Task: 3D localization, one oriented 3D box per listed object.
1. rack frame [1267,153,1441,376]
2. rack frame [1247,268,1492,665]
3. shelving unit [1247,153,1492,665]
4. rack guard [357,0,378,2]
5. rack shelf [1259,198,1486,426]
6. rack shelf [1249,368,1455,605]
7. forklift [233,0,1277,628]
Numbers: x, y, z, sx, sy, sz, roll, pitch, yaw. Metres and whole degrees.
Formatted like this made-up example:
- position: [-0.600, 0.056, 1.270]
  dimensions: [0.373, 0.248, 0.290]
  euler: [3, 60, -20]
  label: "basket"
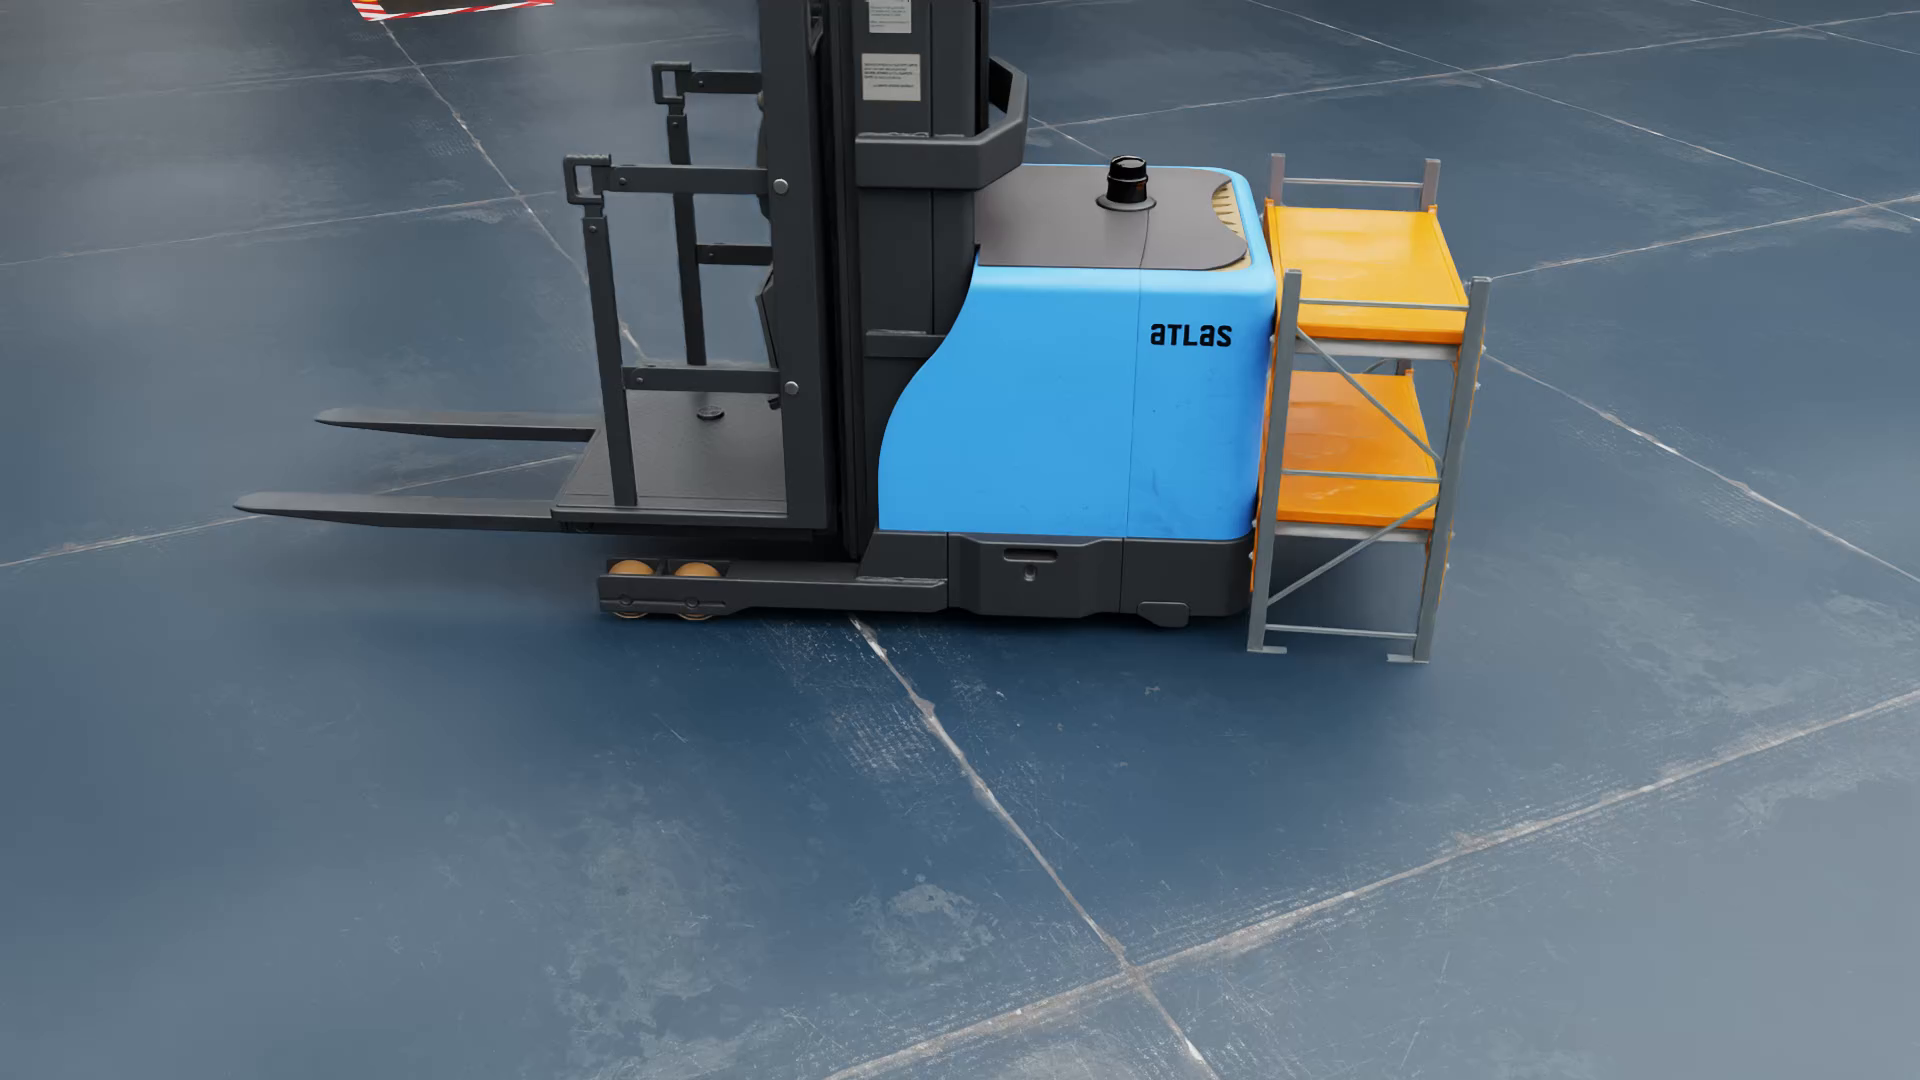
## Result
- position: [1.189, -0.659, 5.276]
  dimensions: [0.500, 1.125, 0.032]
  euler: [4, 29, 6]
  label: "rack frame"
- position: [1.059, -0.166, 4.397]
  dimensions: [0.500, 1.125, 0.032]
  euler: [4, 29, 6]
  label: "rack frame"
- position: [1.124, -0.413, 4.836]
  dimensions: [0.538, 1.125, 1.048]
  euler: [4, 29, 6]
  label: "shelving unit"
- position: [-4.027, -4.425, 12.630]
  dimensions: [1.175, 0.500, 0.348]
  euler: [-13, 32, -22]
  label: "rack guard"
- position: [1.124, -0.668, 4.693]
  dimensions: [0.538, 0.278, 1.000]
  euler: [4, 29, 6]
  label: "rack shelf"
- position: [1.124, -0.200, 4.956]
  dimensions: [0.538, 0.278, 1.000]
  euler: [4, 29, 6]
  label: "rack shelf"
- position: [-0.646, -1.299, 4.570]
  dimensions: [3.031, 2.935, 1.130]
  euler: [2, 29, 3]
  label: "forklift"
